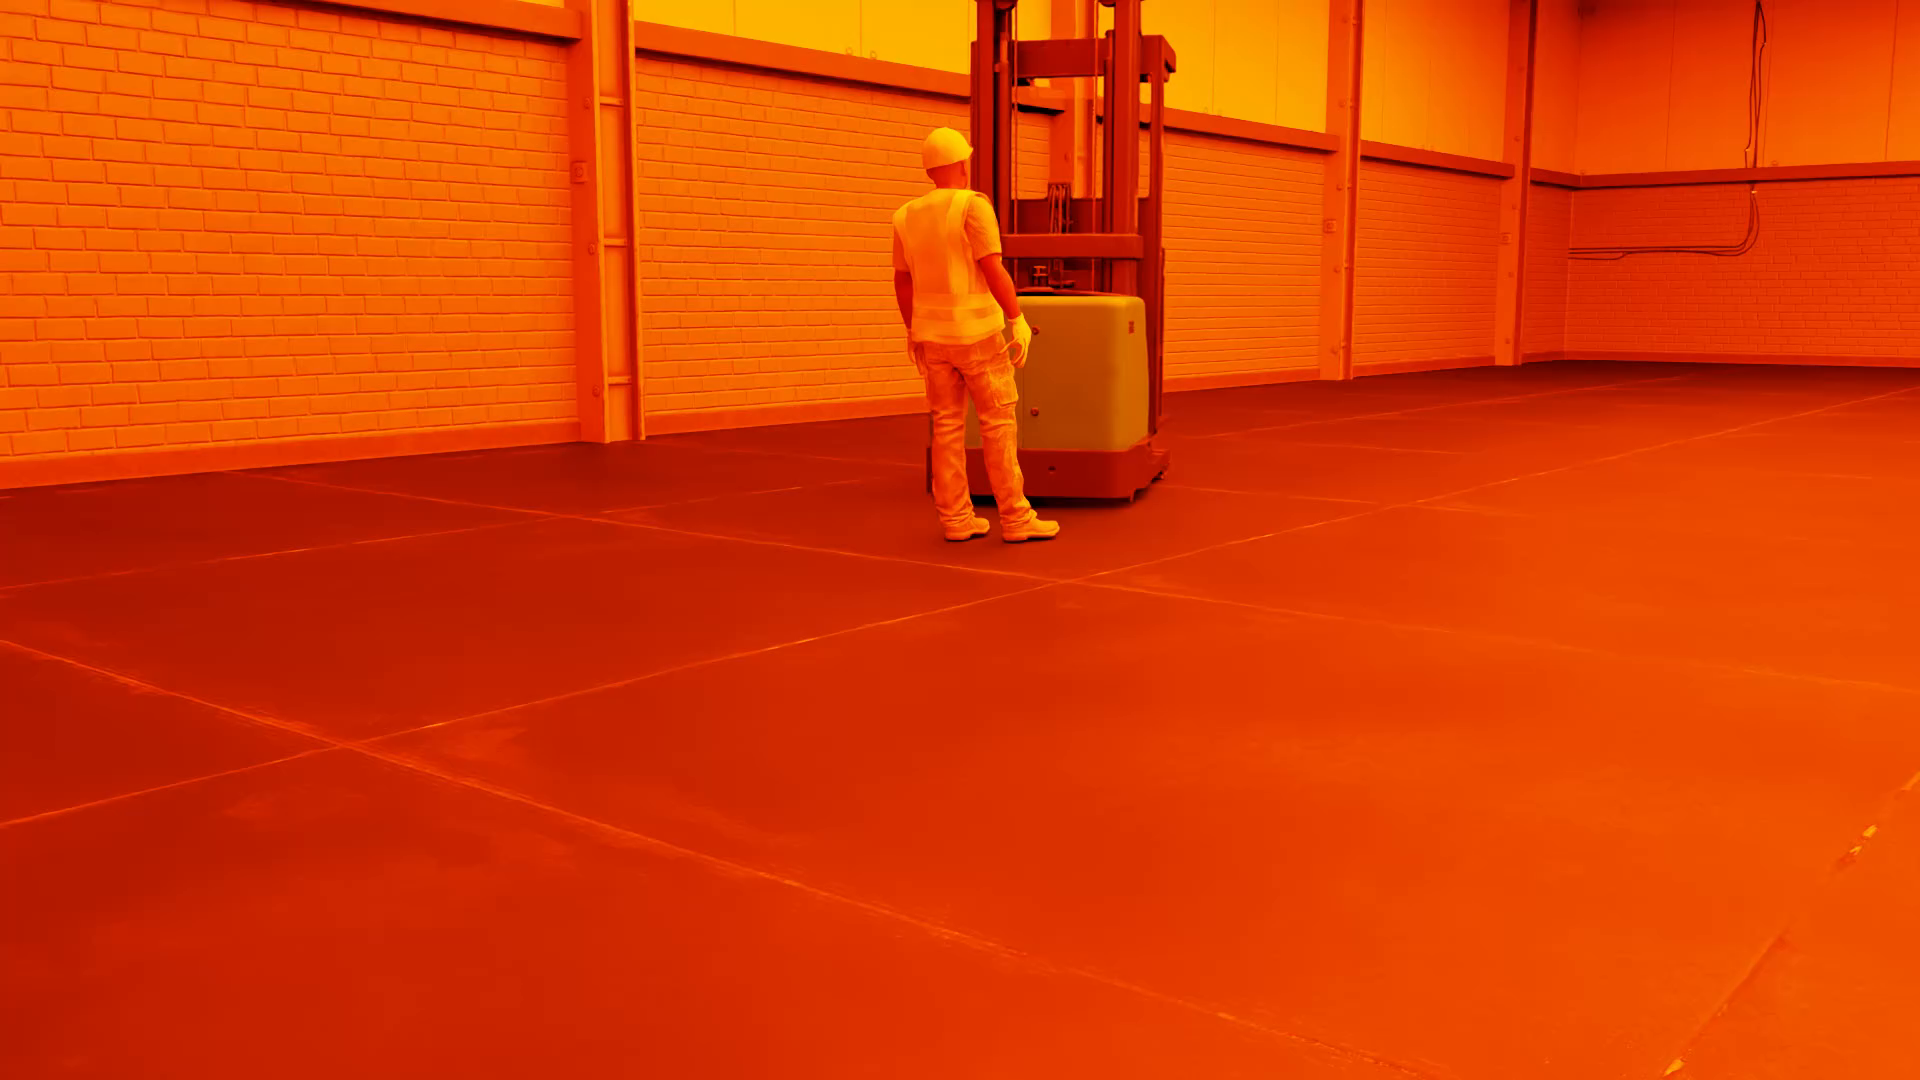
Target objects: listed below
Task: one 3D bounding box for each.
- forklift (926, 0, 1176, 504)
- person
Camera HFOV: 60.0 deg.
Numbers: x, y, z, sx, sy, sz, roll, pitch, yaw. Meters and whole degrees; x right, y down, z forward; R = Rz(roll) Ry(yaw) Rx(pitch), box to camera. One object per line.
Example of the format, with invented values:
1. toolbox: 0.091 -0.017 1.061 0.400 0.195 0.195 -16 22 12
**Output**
1. forklift: 0.654 -1.813 9.674 1.130 2.935 3.031 2 9 13
2. person: 0.052 -0.897 7.325 0.657 1.785 0.575 7 11 38
